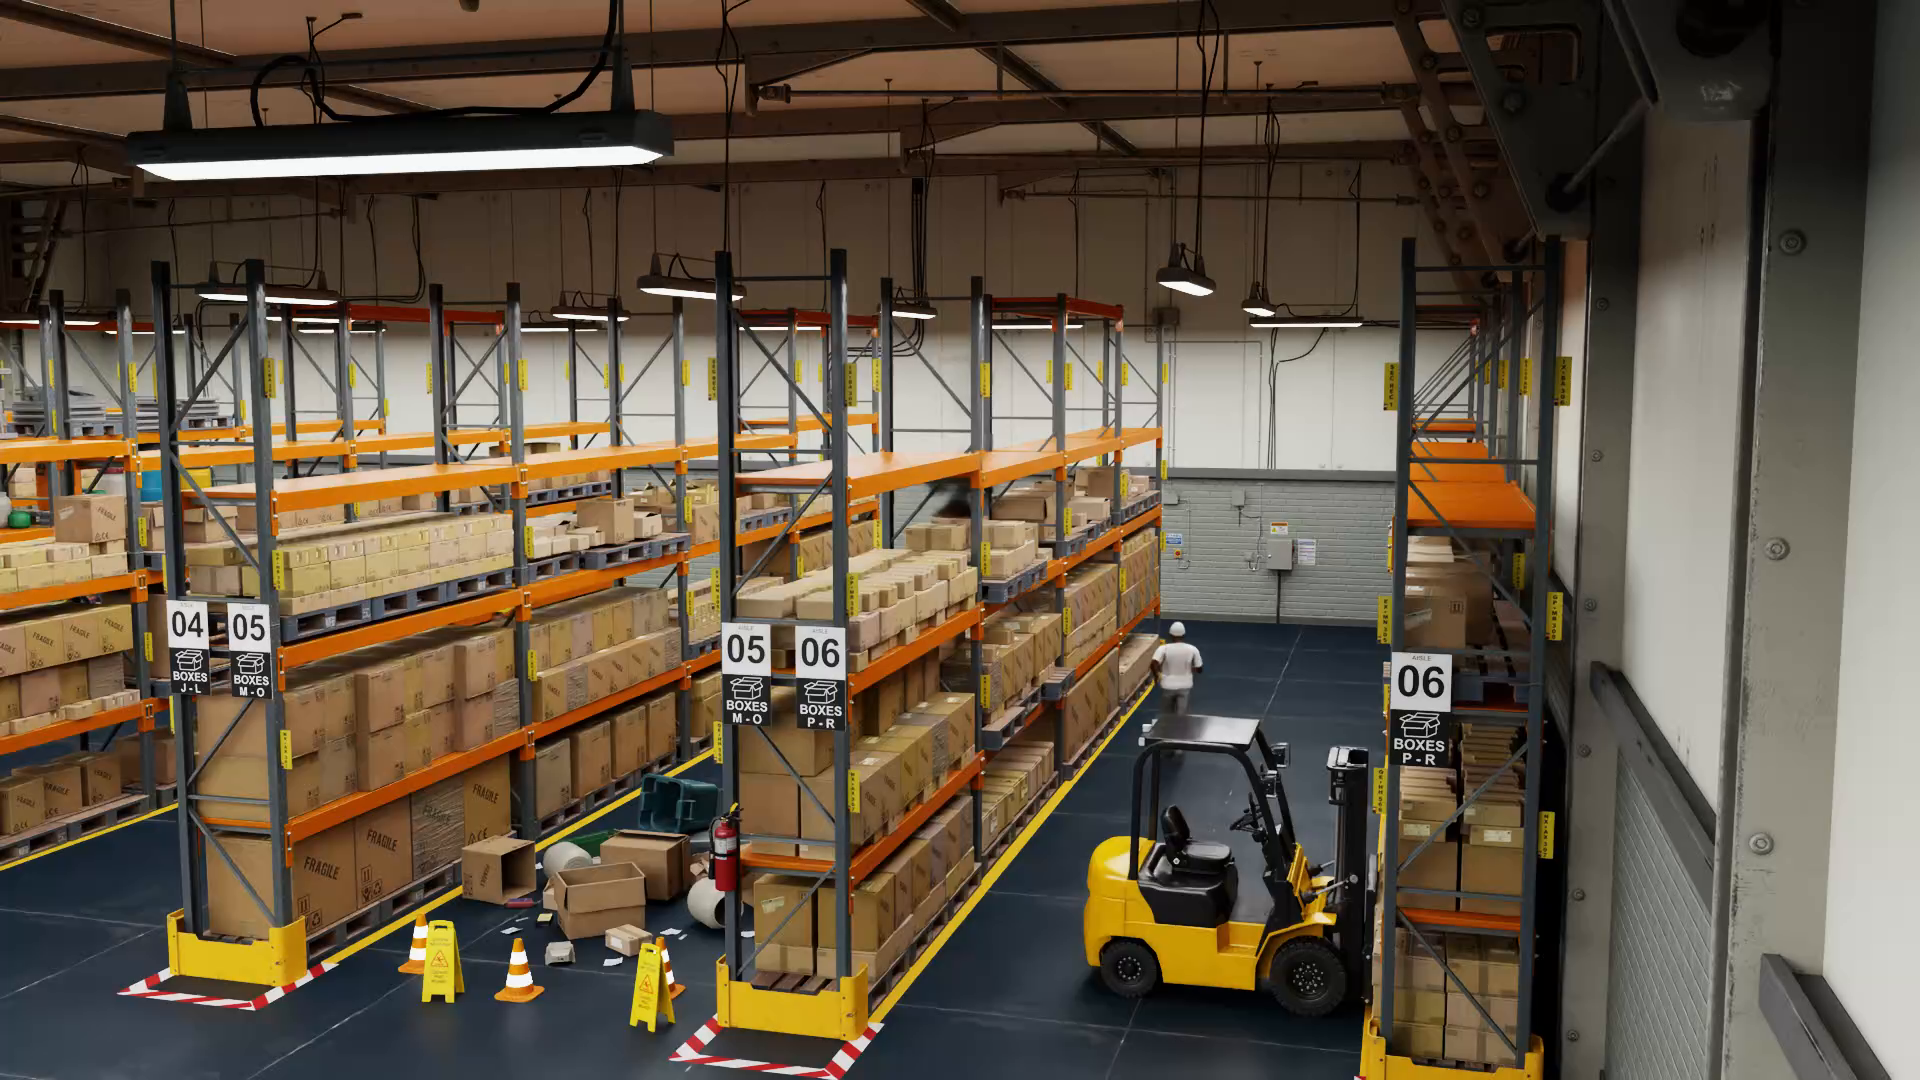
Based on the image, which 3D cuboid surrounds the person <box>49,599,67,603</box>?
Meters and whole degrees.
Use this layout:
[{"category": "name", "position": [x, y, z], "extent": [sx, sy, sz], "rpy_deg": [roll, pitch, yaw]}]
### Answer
[{"category": "person", "position": [-15.435, 1.469, 28.246], "extent": [0.593, 1.420, 0.546], "rpy_deg": [1, 6, 8]}]

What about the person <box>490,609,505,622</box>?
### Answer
[{"category": "person", "position": [-6.604, 1.784, 23.760], "extent": [0.686, 1.721, 0.593], "rpy_deg": [1, 6, 7]}]

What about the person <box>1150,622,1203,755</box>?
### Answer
[{"category": "person", "position": [2.841, 1.977, 21.810], "extent": [0.677, 1.823, 0.738], "rpy_deg": [1, 6, 9]}]
